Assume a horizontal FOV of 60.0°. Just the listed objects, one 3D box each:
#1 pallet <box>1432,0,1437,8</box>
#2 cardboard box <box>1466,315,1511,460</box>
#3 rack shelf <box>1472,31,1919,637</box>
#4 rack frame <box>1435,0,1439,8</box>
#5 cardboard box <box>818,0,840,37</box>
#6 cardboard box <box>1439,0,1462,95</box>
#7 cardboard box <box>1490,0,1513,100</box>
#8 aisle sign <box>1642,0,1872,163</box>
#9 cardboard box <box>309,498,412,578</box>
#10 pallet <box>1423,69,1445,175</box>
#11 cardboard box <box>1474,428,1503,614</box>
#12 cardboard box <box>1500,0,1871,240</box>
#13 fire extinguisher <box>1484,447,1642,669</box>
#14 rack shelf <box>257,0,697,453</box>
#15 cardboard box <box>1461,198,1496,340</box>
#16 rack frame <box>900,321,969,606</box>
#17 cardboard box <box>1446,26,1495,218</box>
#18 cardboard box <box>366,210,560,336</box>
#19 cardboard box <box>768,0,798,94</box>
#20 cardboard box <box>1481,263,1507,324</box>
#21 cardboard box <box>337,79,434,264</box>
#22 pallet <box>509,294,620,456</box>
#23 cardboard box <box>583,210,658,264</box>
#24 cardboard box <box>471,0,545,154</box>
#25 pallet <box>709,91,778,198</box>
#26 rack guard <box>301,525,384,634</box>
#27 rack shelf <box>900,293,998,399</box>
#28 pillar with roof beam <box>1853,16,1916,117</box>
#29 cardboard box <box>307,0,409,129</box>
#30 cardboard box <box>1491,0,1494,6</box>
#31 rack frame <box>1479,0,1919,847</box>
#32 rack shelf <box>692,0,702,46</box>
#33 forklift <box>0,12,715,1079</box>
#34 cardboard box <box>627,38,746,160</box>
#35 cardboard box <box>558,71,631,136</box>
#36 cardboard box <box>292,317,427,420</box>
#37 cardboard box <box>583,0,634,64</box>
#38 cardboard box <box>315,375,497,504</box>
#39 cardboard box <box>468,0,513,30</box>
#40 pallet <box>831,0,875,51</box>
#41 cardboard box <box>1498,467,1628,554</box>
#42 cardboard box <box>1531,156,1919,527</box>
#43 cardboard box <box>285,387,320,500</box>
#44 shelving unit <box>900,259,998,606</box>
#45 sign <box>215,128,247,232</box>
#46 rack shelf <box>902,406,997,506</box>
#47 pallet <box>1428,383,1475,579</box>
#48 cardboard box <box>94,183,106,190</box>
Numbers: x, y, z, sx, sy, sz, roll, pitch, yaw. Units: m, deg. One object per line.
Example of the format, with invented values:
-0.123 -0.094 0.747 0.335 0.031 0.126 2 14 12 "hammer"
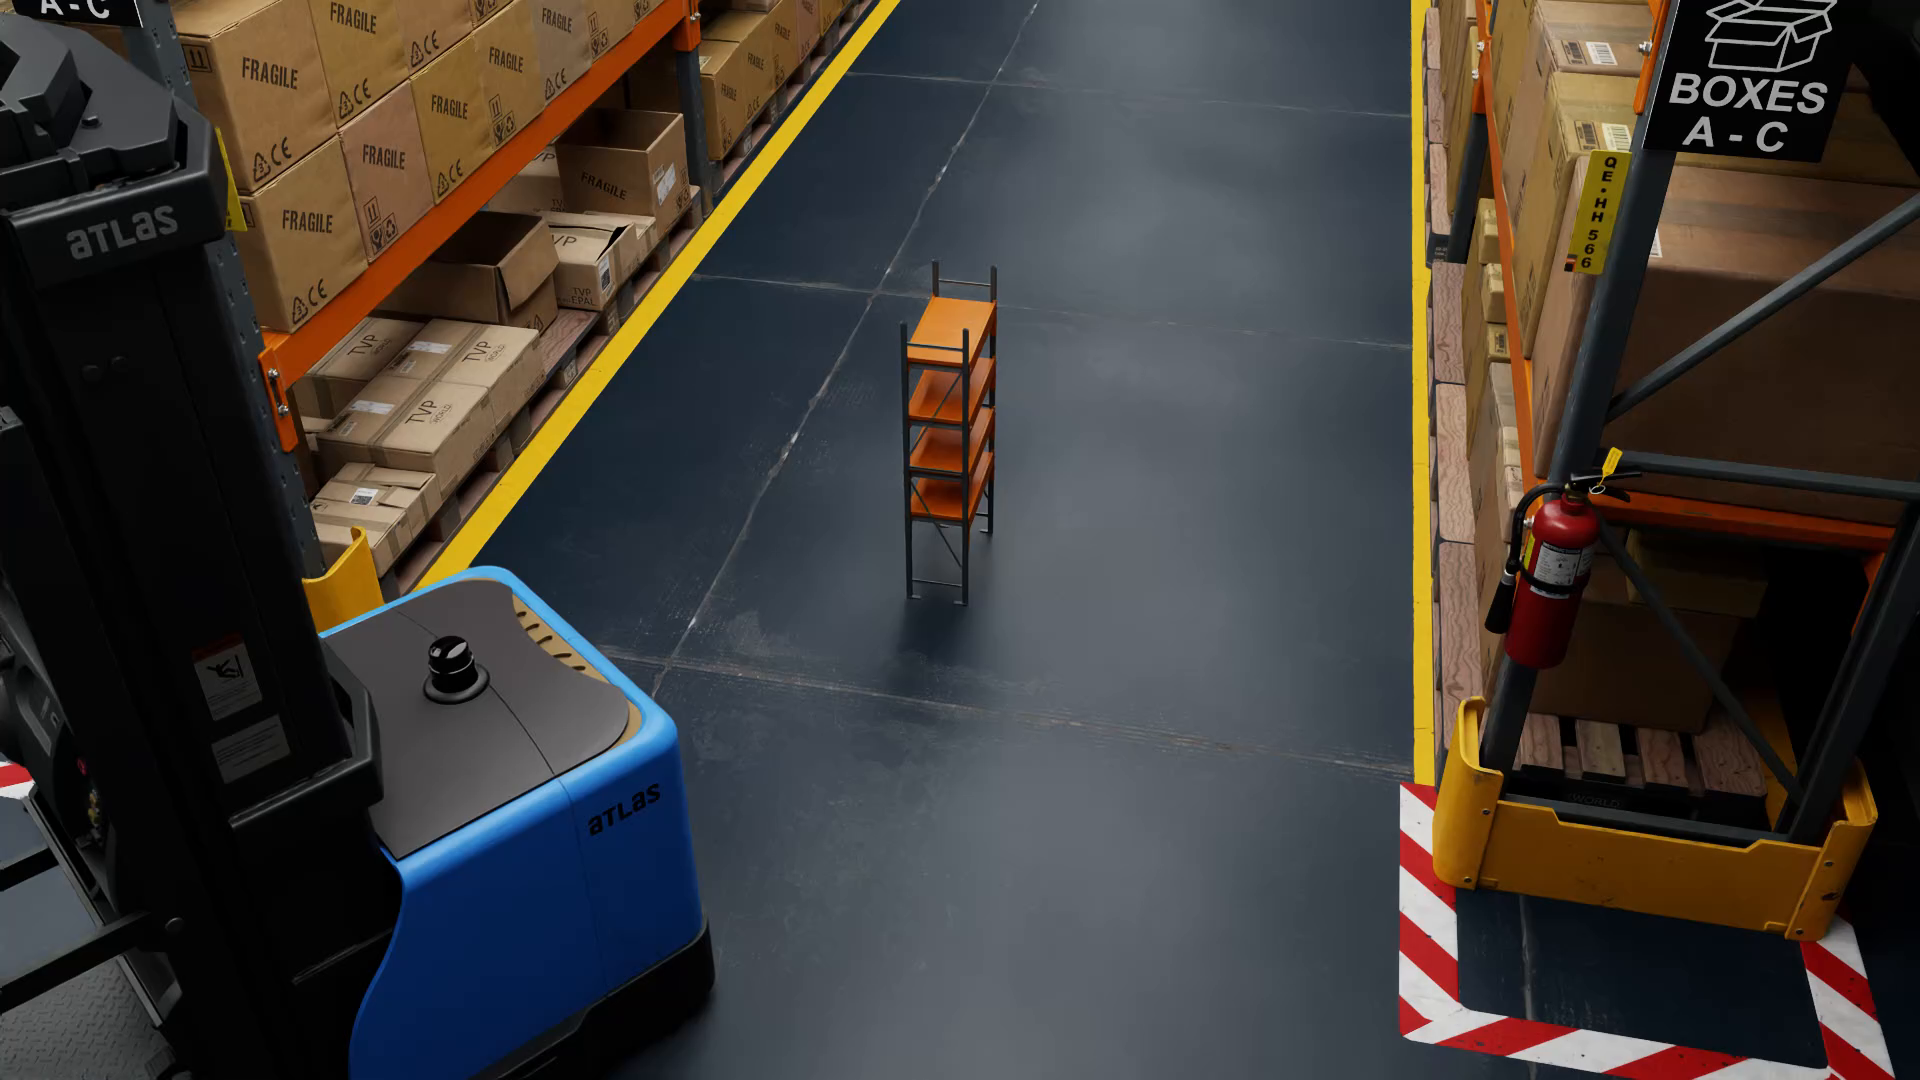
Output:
3.987 -4.074 12.191 1.003 0.211 1.213 7 37 10 "pallet"
2.482 -0.622 6.824 0.700 0.500 0.500 8 37 11 "cardboard box"
2.537 -1.024 6.219 1.077 0.370 4.000 7 37 10 "rack shelf"
3.818 -4.755 10.754 1.000 3.000 0.127 7 37 10 "rack frame"
-1.103 -3.677 11.023 0.500 0.500 0.500 6 36 8 "cardboard box"
3.340 -3.148 10.011 0.750 0.750 0.750 7 37 10 "cardboard box"
2.832 -2.274 7.076 0.980 0.700 0.700 8 37 11 "cardboard box"
1.801 -1.217 3.658 0.394 0.787 0.004 7 37 10 "aisle sign"
-2.306 -0.008 6.259 0.380 0.149 0.250 7 37 10 "cardboard box"
3.313 -2.486 10.000 1.003 0.211 1.213 7 37 10 "pallet"
2.268 -0.027 6.003 0.700 0.500 0.500 7 37 10 "cardboard box"
2.525 -1.438 5.922 0.980 0.700 0.700 6 36 8 "cardboard box"
1.626 0.043 4.519 0.296 0.674 0.183 7 37 10 "fire extinguisher"
-2.304 -1.642 7.073 1.077 0.370 4.000 7 37 10 "rack shelf"
2.704 -1.204 7.627 0.700 0.500 0.500 8 37 11 "cardboard box"
-0.087 -0.251 6.074 0.240 1.200 0.015 7 37 10 "rack frame"
2.976 -2.150 8.635 0.750 0.750 0.750 8 37 11 "cardboard box"
-2.273 -1.170 7.561 0.797 0.503 0.637 7 37 10 "cardboard box"
-1.318 -3.086 10.207 0.500 0.500 0.500 8 37 11 "cardboard box"
2.341 -0.994 6.784 0.380 0.149 0.250 6 36 9 "cardboard box"
-2.273 -1.345 5.965 0.500 0.500 0.500 7 37 10 "cardboard box"
-2.282 -0.856 7.751 1.003 0.211 1.213 7 37 10 "pallet"
-1.742 -1.519 8.345 0.380 0.149 0.250 7 37 10 "cardboard box"
-2.055 -1.919 6.757 0.500 0.500 0.500 8 37 11 "cardboard box"
-1.740 -2.422 9.912 1.003 0.211 1.213 7 37 10 "pallet"
-2.714 0.181 6.074 1.175 0.500 0.348 7 37 10 "rack guard"
-0.035 -0.709 6.036 0.258 0.148 0.480 7 37 10 "rack shelf"
-0.546 -4.921 5.871 9.100 9.000 0.400 7 37 10 "pillar with roof beam"
-2.274 -1.754 5.677 0.500 0.500 0.500 8 37 10 "cardboard box"
2.759 -2.597 7.975 0.380 0.149 0.250 8 37 10 "cardboard box"
2.109 -0.168 4.426 1.000 3.000 0.127 7 37 10 "rack frame"
-1.449 -3.936 10.237 1.077 0.370 4.000 7 37 10 "rack shelf"
-2.154 0.516 3.541 3.031 2.935 1.130 -27 44 -32 "forklift"
-1.535 -2.493 9.389 0.500 0.500 0.500 6 36 8 "cardboard box"
-2.051 -2.565 9.488 0.500 0.500 0.500 7 37 10 "cardboard box"
-2.623 -0.735 7.177 0.500 0.250 0.500 7 37 10 "cardboard box"
-1.841 -2.506 7.567 0.500 0.500 0.500 8 37 11 "cardboard box"
-2.231 -0.415 6.734 0.500 0.250 0.500 7 37 10 "cardboard box"
-2.055 -2.332 6.474 0.500 0.500 0.500 7 37 10 "cardboard box"
-1.218 -3.821 11.842 1.003 0.211 1.213 7 37 10 "pallet"
2.011 -0.099 5.550 0.380 0.149 0.250 7 37 9 "cardboard box"
2.209 -0.583 4.743 0.980 0.700 0.700 9 37 12 "cardboard box"
-2.855 -0.296 6.357 0.500 0.500 0.500 7 37 10 "cardboard box"
-0.035 -0.391 6.267 0.258 1.200 0.503 7 37 10 "shelving unit"
-2.201 -1.070 4.932 0.100 0.325 0.005 7 37 10 "sign"
-0.035 -0.336 6.306 0.258 0.148 0.480 7 37 10 "rack shelf"
2.467 -0.205 6.853 1.003 0.211 1.213 7 37 10 "pallet"
-2.901 -1.119 5.652 0.500 0.500 0.500 8 37 11 "cardboard box"
